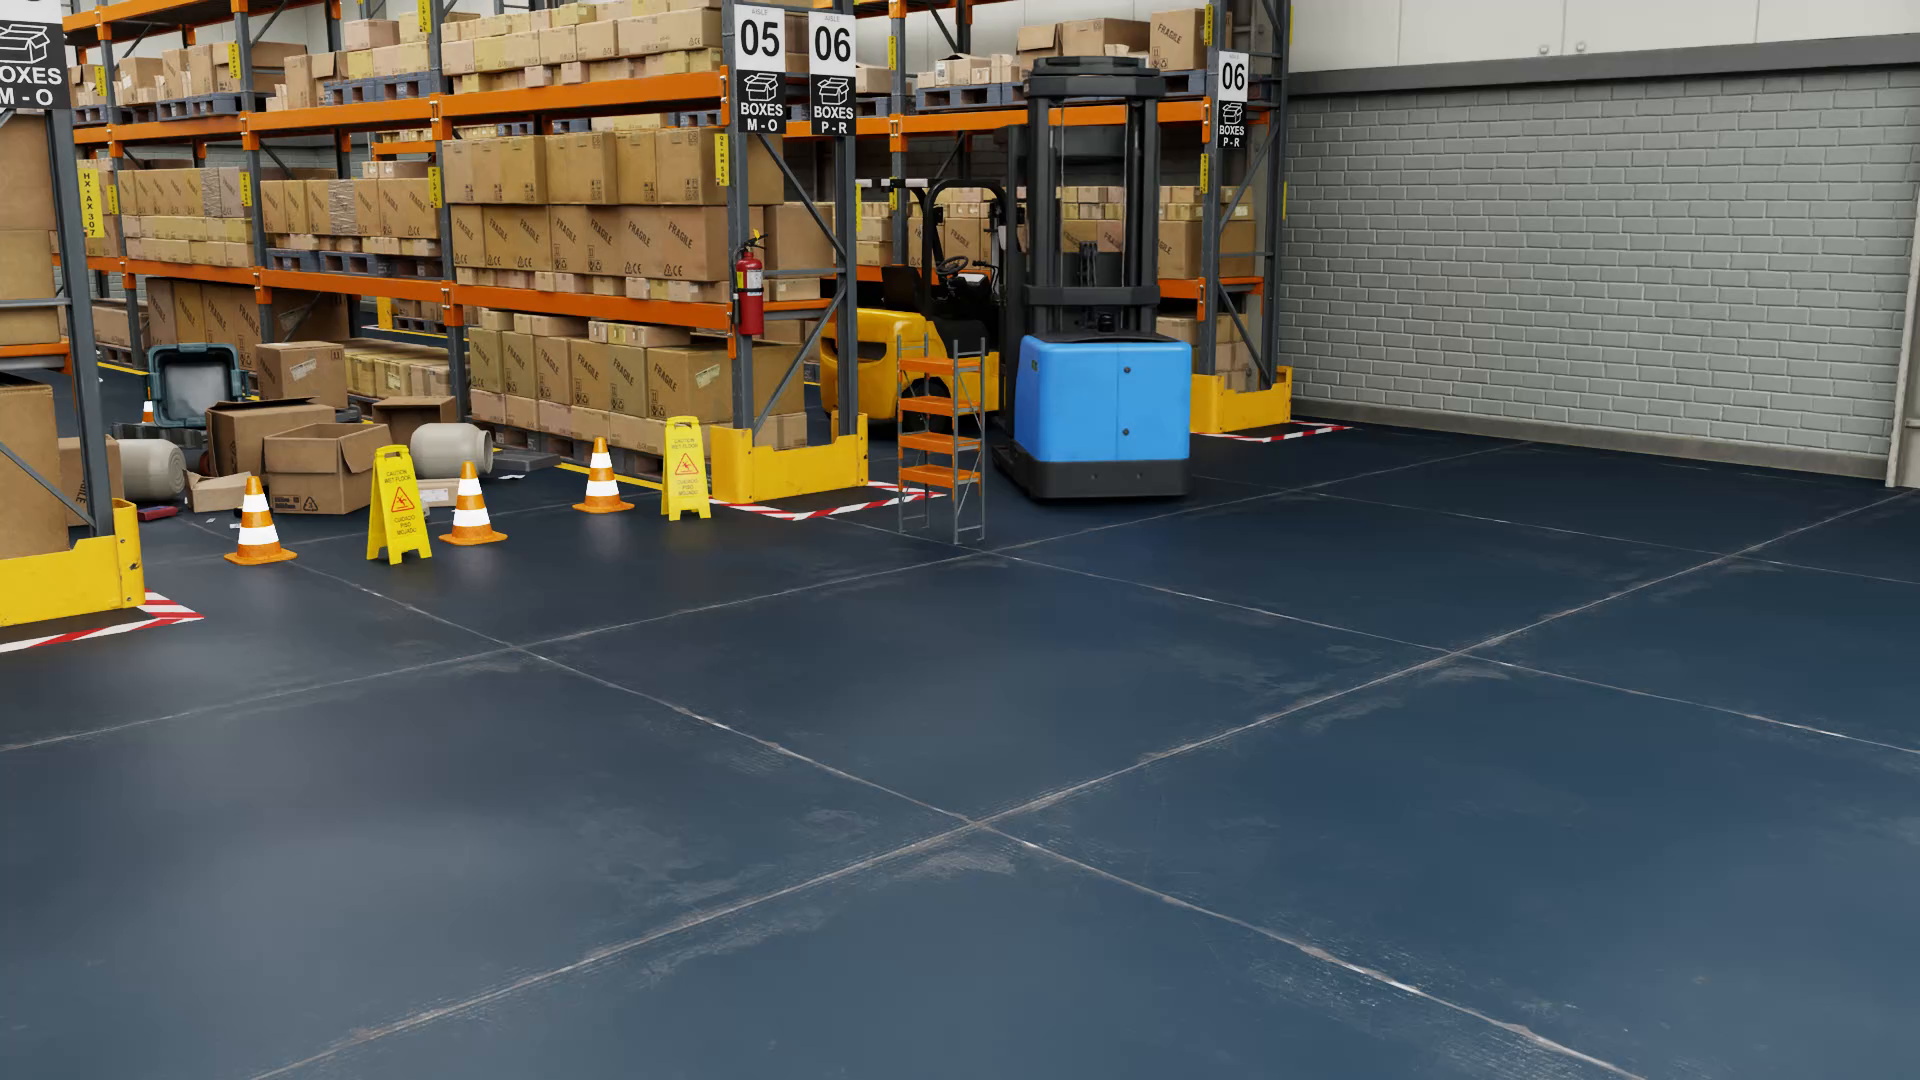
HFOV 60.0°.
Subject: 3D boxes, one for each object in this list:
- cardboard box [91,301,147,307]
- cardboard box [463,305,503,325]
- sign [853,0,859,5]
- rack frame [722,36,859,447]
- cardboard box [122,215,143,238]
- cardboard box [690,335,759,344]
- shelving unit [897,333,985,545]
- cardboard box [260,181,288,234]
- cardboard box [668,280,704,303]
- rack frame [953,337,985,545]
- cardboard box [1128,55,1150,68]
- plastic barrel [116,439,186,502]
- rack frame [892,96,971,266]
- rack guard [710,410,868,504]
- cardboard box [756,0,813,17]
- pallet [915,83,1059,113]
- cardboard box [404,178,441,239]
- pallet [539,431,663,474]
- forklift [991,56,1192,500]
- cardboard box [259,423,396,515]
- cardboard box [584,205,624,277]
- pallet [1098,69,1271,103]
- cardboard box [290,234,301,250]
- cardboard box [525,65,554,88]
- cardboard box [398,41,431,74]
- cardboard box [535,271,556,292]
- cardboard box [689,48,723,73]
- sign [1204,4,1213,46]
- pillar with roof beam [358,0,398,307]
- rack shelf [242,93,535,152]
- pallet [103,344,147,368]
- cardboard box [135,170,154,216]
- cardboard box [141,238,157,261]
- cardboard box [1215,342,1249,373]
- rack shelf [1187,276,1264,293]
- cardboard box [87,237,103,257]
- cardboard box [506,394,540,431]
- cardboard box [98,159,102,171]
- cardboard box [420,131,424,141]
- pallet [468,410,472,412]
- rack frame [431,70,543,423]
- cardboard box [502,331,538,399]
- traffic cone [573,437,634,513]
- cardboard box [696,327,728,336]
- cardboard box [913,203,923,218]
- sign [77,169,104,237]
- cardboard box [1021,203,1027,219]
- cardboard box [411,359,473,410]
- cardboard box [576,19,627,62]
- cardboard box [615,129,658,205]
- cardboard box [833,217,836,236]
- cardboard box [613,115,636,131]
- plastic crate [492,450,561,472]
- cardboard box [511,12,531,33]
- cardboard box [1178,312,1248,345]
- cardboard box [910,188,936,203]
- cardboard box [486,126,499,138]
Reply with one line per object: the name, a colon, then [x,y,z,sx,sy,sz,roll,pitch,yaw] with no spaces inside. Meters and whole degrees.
cardboard box: [-10.998,-2.870,21.716,0.875,0.438,0.875,-10,16,-41]
cardboard box: [-6.944,-3.423,24.248,0.500,0.500,0.700,11,16,43]
sign: [-0.723,-3.772,11.185,0.100,0.325,0.005,-11,16,-43]
rack frame: [-1.115,-1.799,11.209,1.000,3.000,0.127,-11,16,-43]
cardboard box: [-9.302,-3.618,19.171,0.500,0.250,0.500,11,16,44]
cardboard box: [-1.853,-1.260,12.510,0.500,0.500,0.500,11,16,43]
shelving unit: [-0.114,-0.612,9.908,0.258,1.200,0.503,-11,16,-43]
cardboard box: [-6.497,-3.269,16.318,0.500,0.500,0.500,11,16,44]
cardboard box: [-1.784,-1.722,11.459,0.380,0.149,0.250,-11,16,-43]
rack frame: [0.054,-0.576,9.735,0.240,1.200,0.015,-11,16,-43]
cardboard box: [1.680,-4.170,14.620,0.250,0.149,0.380,11,16,44]
plastic barrel: [-5.495,-0.464,11.116,0.512,0.421,0.421,-1,12,-4]
rack frame: [-0.290,-3.075,17.402,1.000,3.000,0.127,-11,16,-43]
rack guard: [-1.168,-0.586,11.515,1.175,0.500,0.348,-11,16,-43]
cardboard box: [-1.213,-3.616,11.240,0.380,0.149,0.250,-11,16,-43]
pallet: [0.318,-4.380,16.522,1.003,0.211,1.213,-11,16,-43]
cardboard box: [-4.363,-2.818,14.132,0.500,0.500,0.500,-11,16,-44]
pallet: [-2.542,-0.746,13.007,1.003,0.211,1.213,-11,16,-43]
forklift: [0.837,-1.951,12.116,1.130,2.935,3.031,-1,12,-7]
cardboard box: [-4.159,-0.480,10.992,0.637,0.503,0.797,1,12,6]
cardboard box: [-2.375,-2.181,12.081,0.500,0.500,0.500,-11,16,-43]
pallet: [2.003,-4.024,14.793,1.003,0.211,1.213,-11,16,-43]
cardboard box: [-6.223,-2.883,16.054,0.250,0.149,0.380,10,16,41]
cardboard box: [-3.013,-3.449,12.405,0.380,0.149,0.250,-11,16,-44]
cardboard box: [-4.386,-4.049,14.028,0.500,0.250,0.500,-11,16,-44]
cardboard box: [-3.016,-1.981,12.715,0.380,0.149,0.250,-11,16,-42]
cardboard box: [-1.564,-3.158,10.995,0.380,0.149,0.250,-11,16,-42]
sign: [2.070,-4.281,13.827,0.100,0.325,0.005,-11,16,-43]
pillar with roof beam: [-12.901,-7.684,24.905,9.100,9.000,0.400,-11,16,-43]
rack shelf: [-5.259,-3.791,15.229,1.077,0.370,4.000,-11,16,-43]
pallet: [-9.871,-2.306,20.582,1.003,0.211,1.213,-11,16,-43]
cardboard box: [-8.935,-3.914,18.750,0.500,0.500,0.500,-11,16,-43]
cardboard box: [-8.931,-3.300,18.868,0.500,0.250,0.500,11,16,44]
cardboard box: [2.298,-1.692,15.227,0.500,0.250,0.500,-11,16,-42]
rack shelf: [1.091,-2.526,16.038,0.919,0.124,3.809,-11,16,-43]
cardboard box: [-10.267,-3.705,20.215,0.500,0.500,0.500,11,16,44]
cardboard box: [-3.289,-1.041,13.306,0.500,0.250,0.500,-10,15,-39]
cardboard box: [-10.114,-4.498,19.979,0.380,0.149,0.250,-11,16,-42]
cardboard box: [-7.661,-5.903,24.321,0.380,0.149,0.250,-11,16,-43]
pallet: [-4.416,-1.130,14.874,1.003,0.211,1.213,-11,16,-43]
rack frame: [-3.878,-2.383,14.042,1.000,3.000,0.127,-11,16,-43]
cardboard box: [-3.287,-1.409,13.230,0.500,0.500,0.500,-10,15,-40]
traffic cone: [-2.345,-0.439,10.897,0.336,0.463,0.334,-11,16,-43]
cardboard box: [-2.632,-2.608,19.982,0.875,0.625,0.625,-10,15,-41]
cardboard box: [-0.260,-3.358,16.923,0.380,0.149,0.250,-11,16,-43]
sign: [-4.220,-1.633,8.065,0.100,0.325,0.005,-11,16,-43]
cardboard box: [0.793,-3.130,15.814,0.380,0.149,0.250,-11,16,-44]
cardboard box: [-4.242,-1.377,14.635,0.950,0.372,0.625,-11,16,-42]
cardboard box: [-2.372,-3.526,11.793,0.500,0.250,0.500,-10,16,-41]
cardboard box: [-1.970,-2.602,11.645,0.700,0.500,0.500,-11,16,-42]
cardboard box: [-1.175,-3.356,17.901,0.500,0.250,0.500,11,16,44]
cardboard box: [-3.930,-5.169,20.503,0.500,0.250,0.500,-11,16,-42]
plastic crate: [-3.387,-0.609,12.670,0.583,0.080,0.402,6,13,26]
cardboard box: [-3.150,-3.883,12.537,0.250,0.149,0.380,11,16,43]
cardboard box: [2.277,-1.936,15.171,0.500,0.250,0.500,-11,16,-43]
cardboard box: [-0.285,-3.499,16.870,0.380,0.149,0.250,-10,16,-41]
cardboard box: [-6.277,-5.600,22.846,0.380,0.149,0.250,-11,16,-43]
